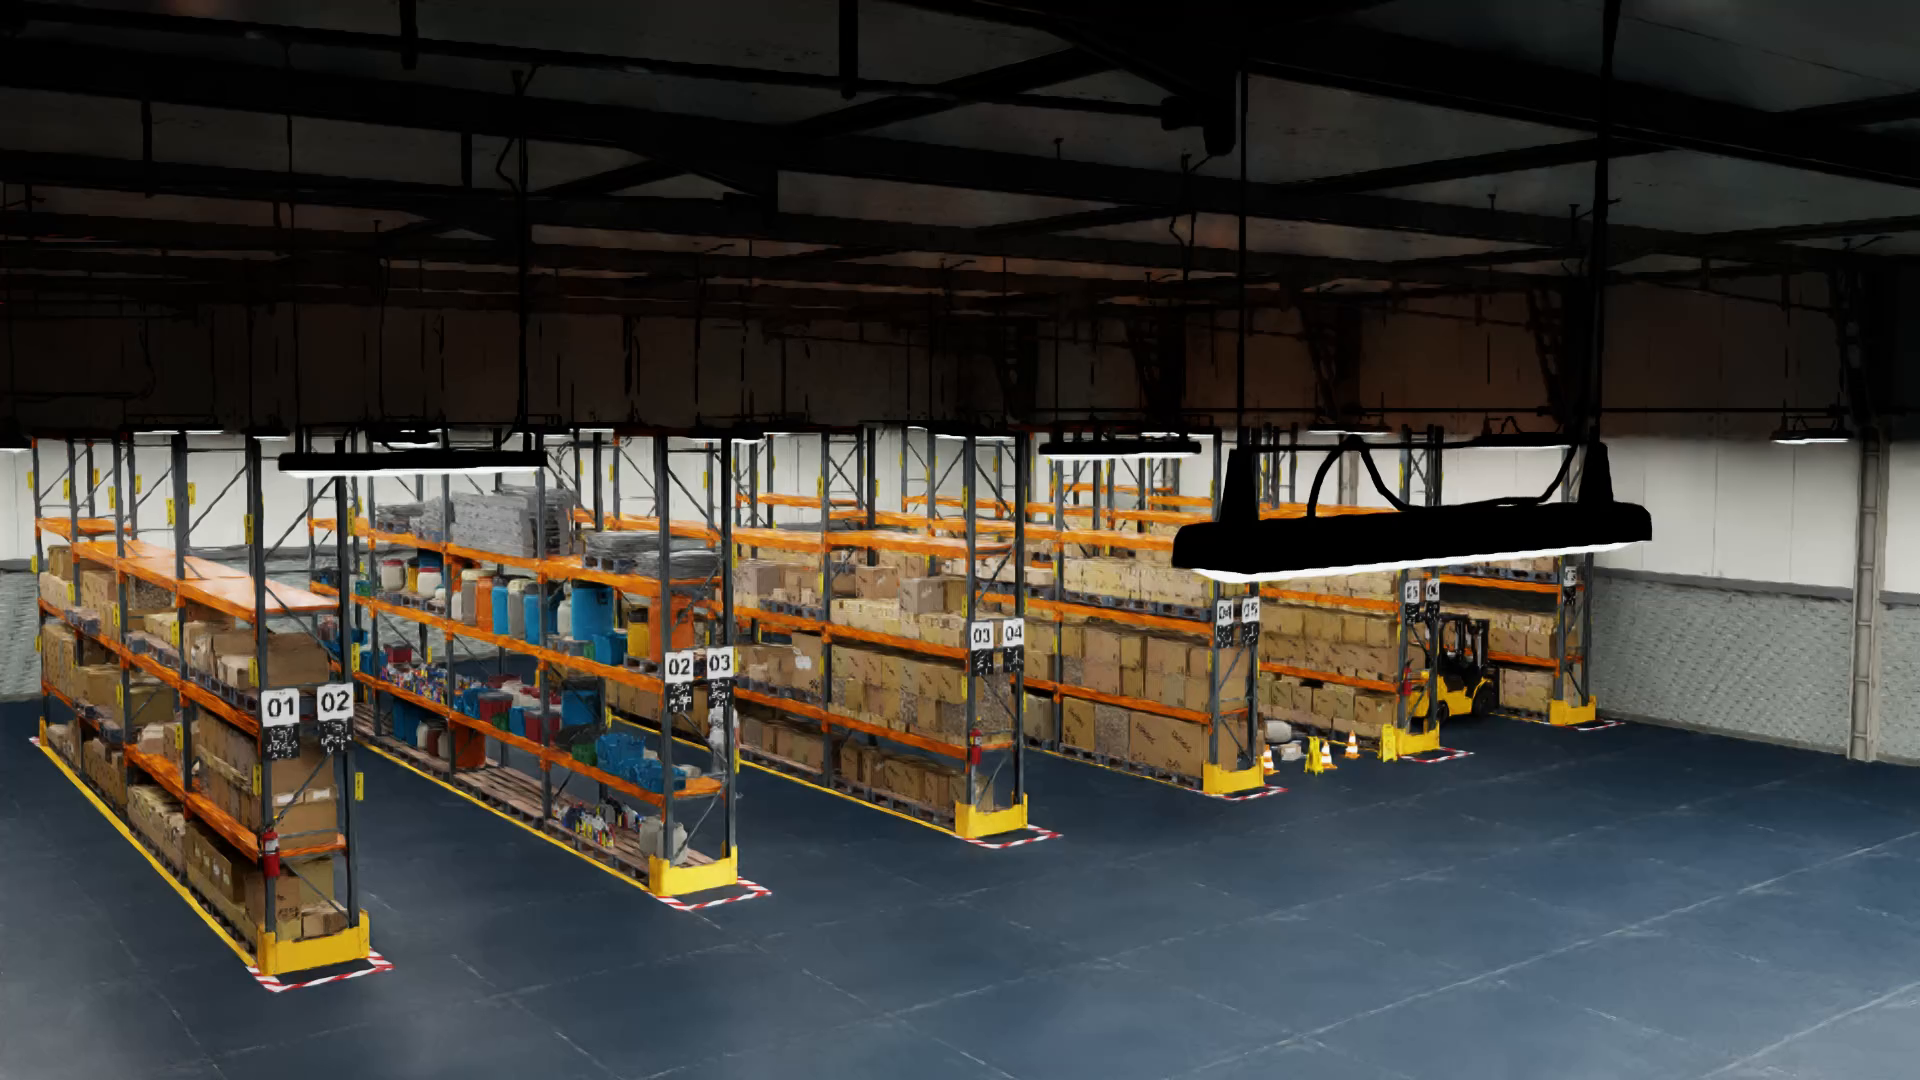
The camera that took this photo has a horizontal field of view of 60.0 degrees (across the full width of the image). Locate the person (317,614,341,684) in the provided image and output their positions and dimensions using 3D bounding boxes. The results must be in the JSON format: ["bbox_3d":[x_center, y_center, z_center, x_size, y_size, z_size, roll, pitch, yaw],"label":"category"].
[{"bbox_3d":[-14.386,2.484,37.909,1.104,1.715,0.580,4,6,45],"label":"person"}]

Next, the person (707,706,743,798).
[{"bbox_3d":[-3.838,3.306,27.153,0.628,1.768,0.492,2,5,23],"label":"person"}]
